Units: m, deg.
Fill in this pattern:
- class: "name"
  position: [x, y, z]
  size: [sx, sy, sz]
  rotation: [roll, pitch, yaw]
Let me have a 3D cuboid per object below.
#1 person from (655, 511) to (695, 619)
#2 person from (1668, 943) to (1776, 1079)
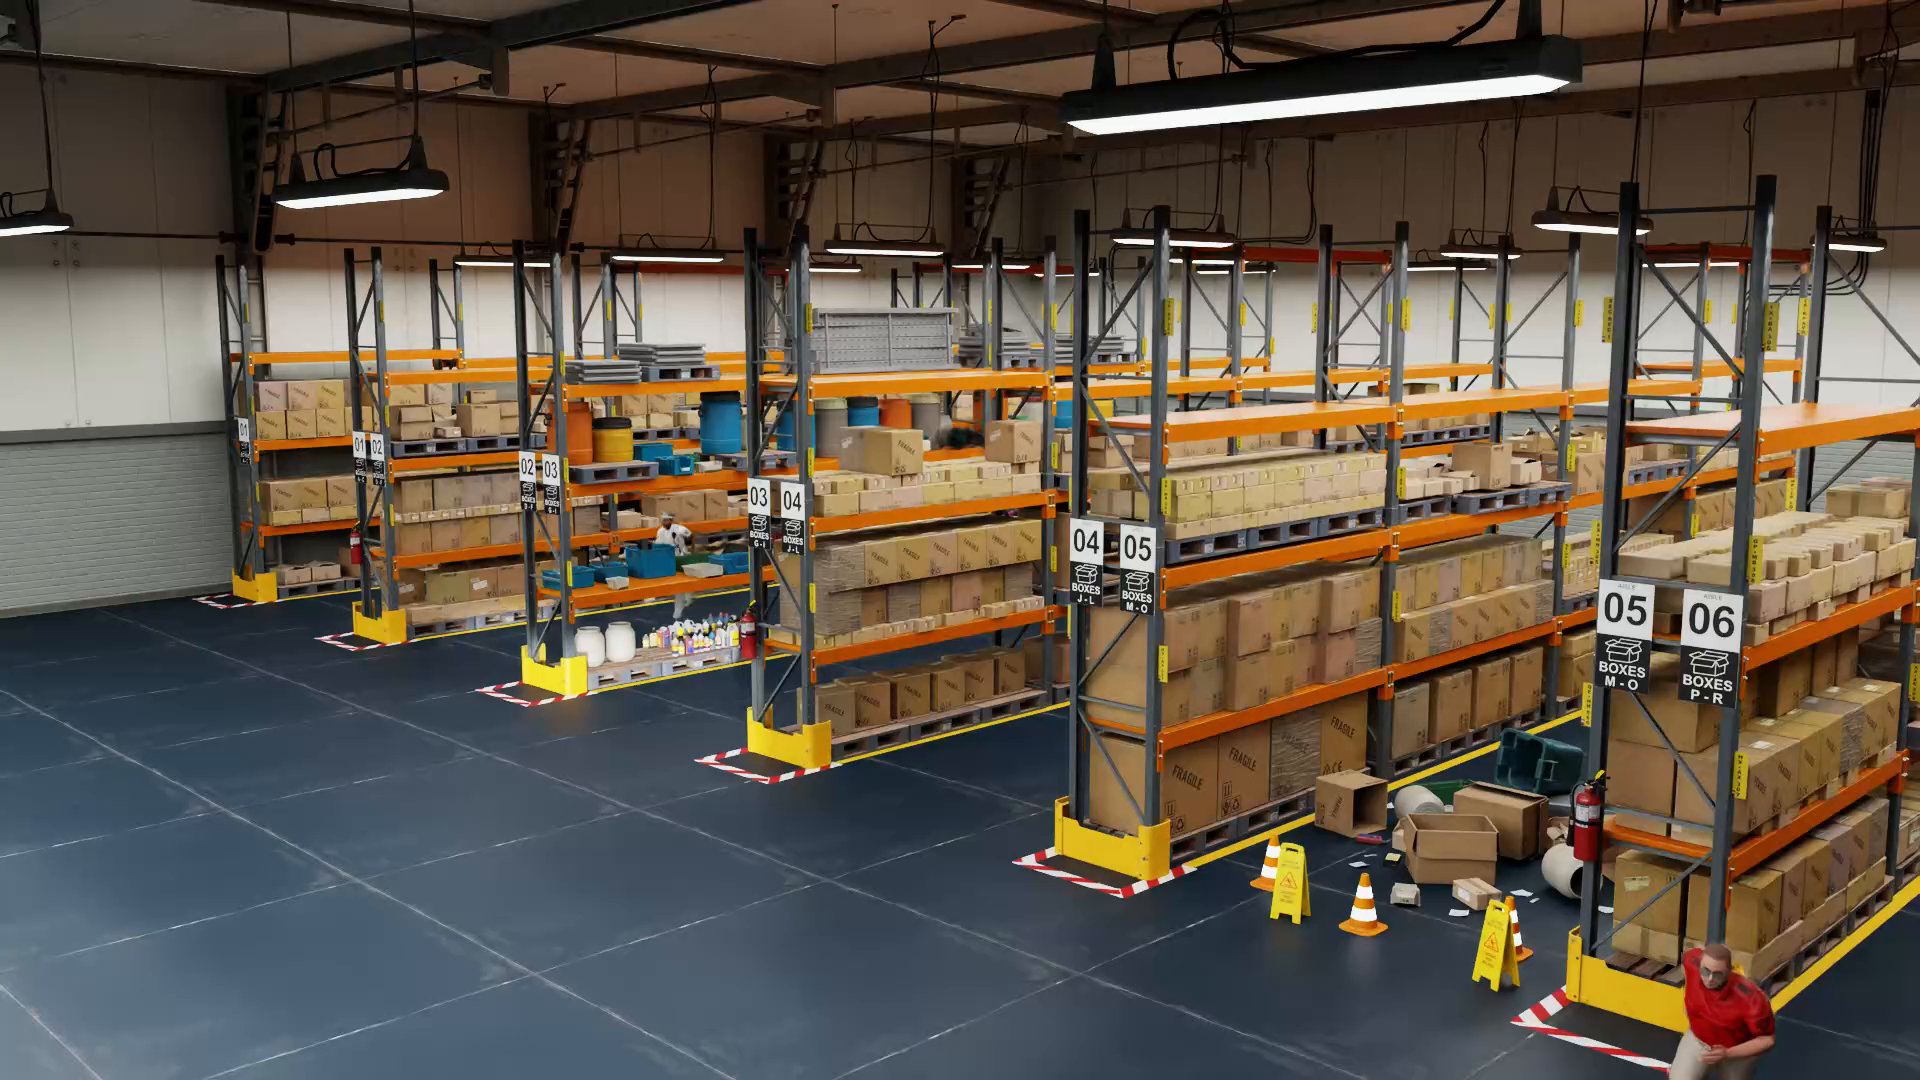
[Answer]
- class: "person"
  position: [-4.506, 0.366, 26.401]
  size: [0.573, 1.715, 0.921]
  rotation: [4, 9, 27]
- class: "person"
  position: [4.523, 3.015, 9.808]
  size: [0.628, 1.541, 1.121]
  rotation: [7, 11, 41]
